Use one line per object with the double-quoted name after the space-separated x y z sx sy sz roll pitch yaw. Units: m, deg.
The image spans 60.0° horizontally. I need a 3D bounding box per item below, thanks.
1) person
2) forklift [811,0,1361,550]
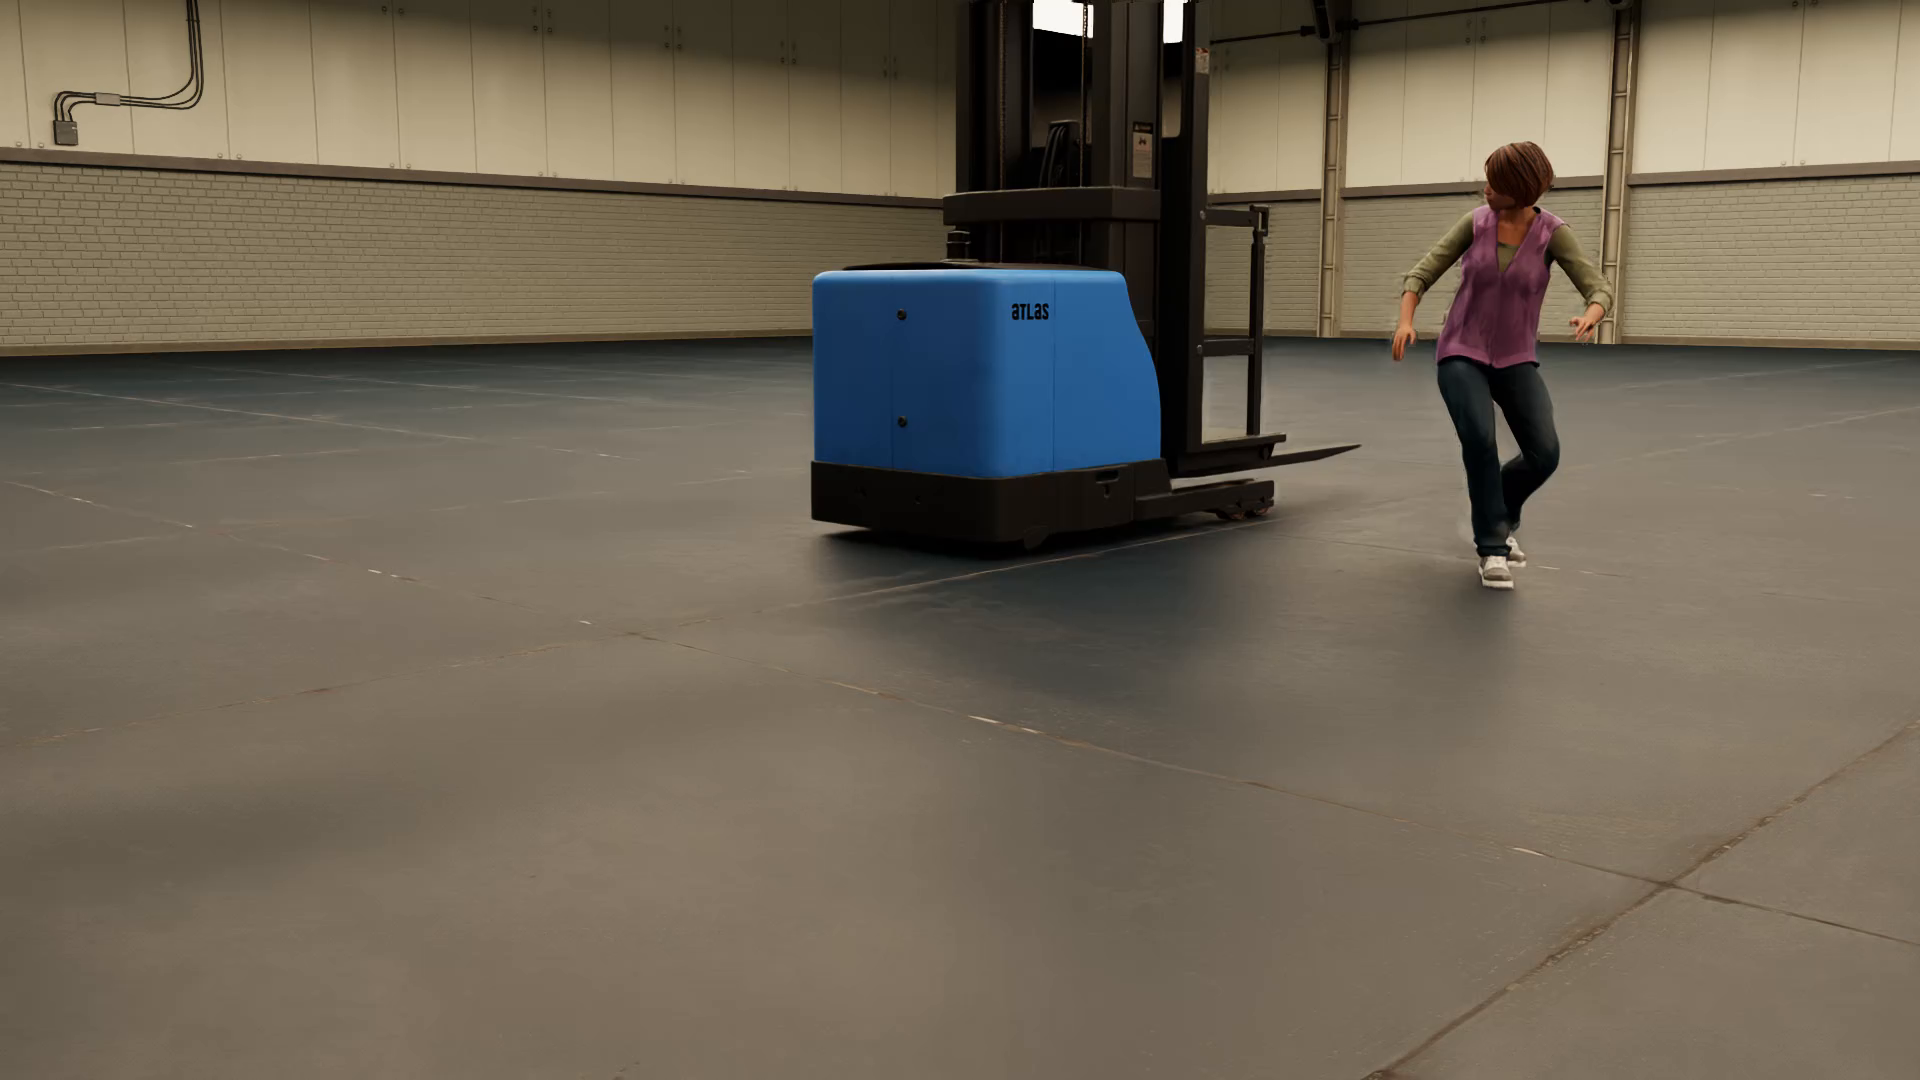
1.827 -0.590 5.659 0.711 1.490 0.706 1 9 7 "person"
0.761 -1.579 7.363 1.130 2.935 3.031 8 12 42 "forklift"
